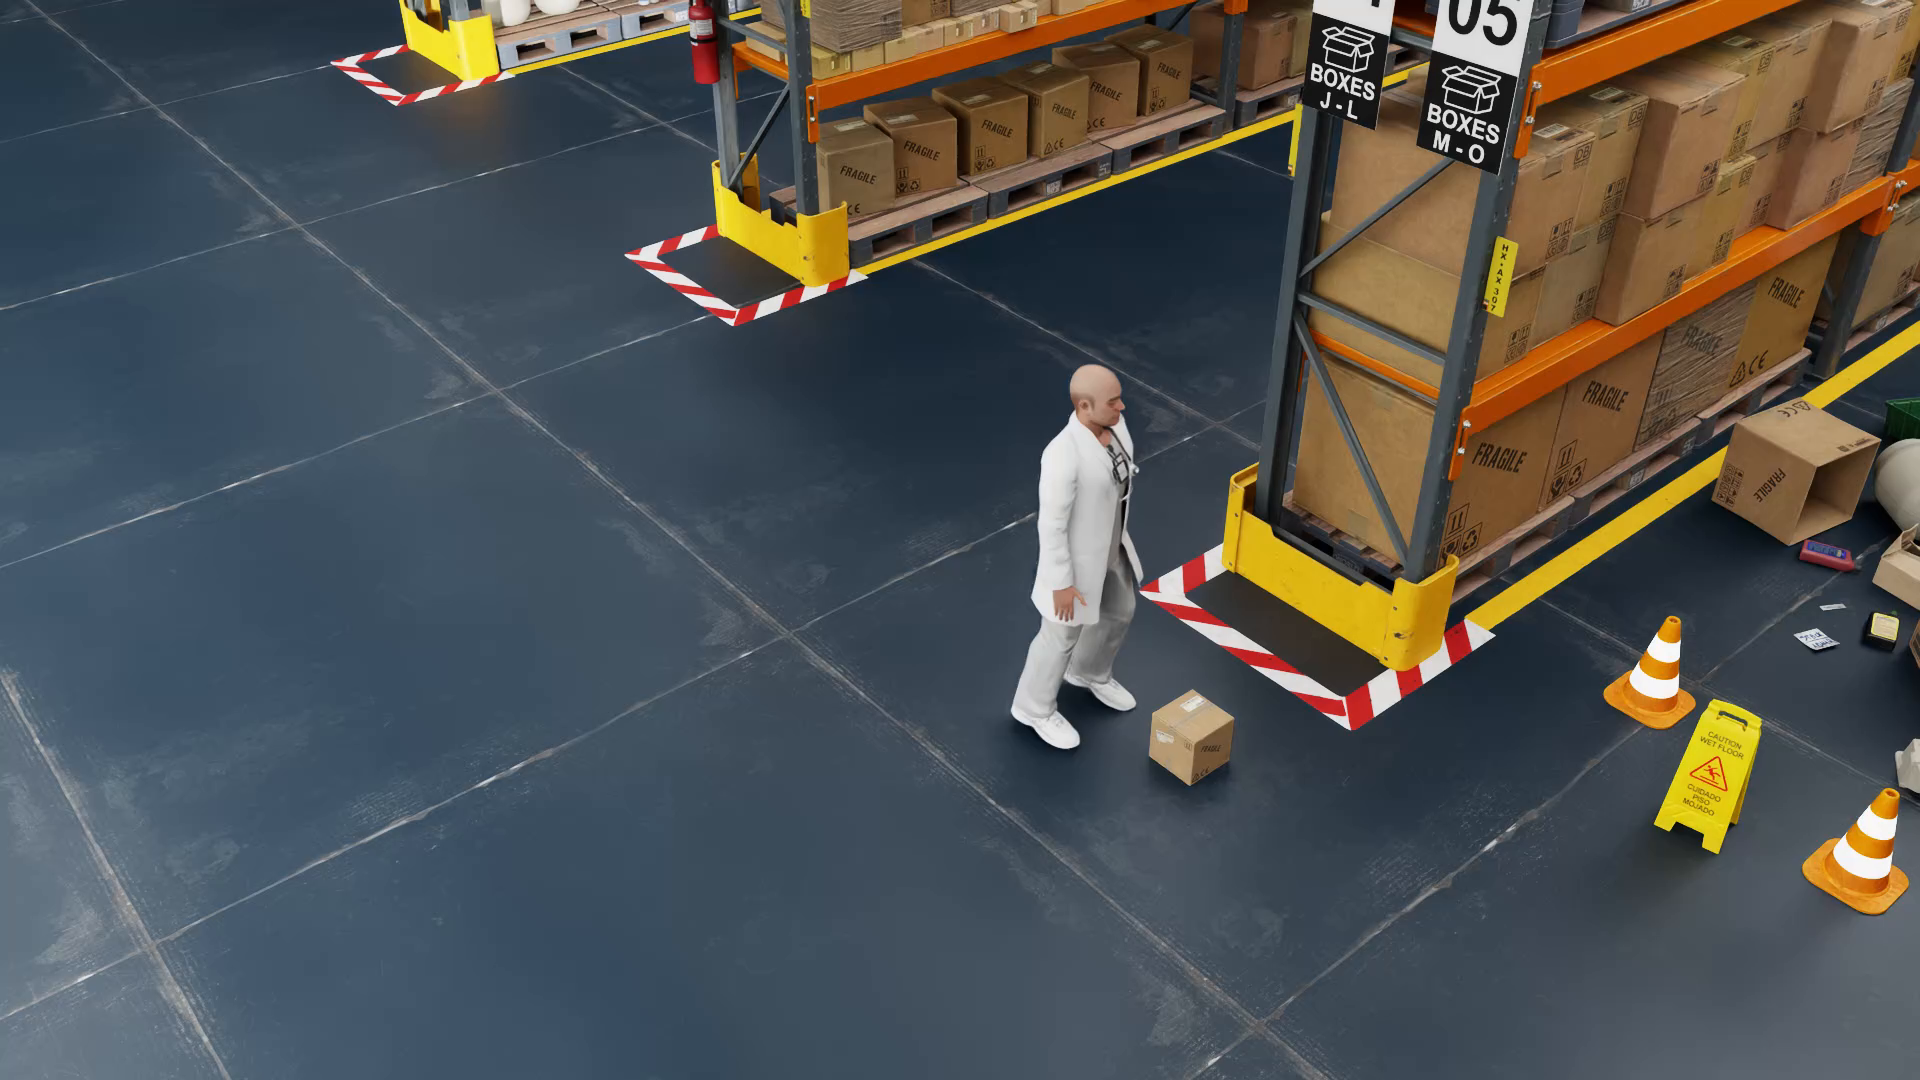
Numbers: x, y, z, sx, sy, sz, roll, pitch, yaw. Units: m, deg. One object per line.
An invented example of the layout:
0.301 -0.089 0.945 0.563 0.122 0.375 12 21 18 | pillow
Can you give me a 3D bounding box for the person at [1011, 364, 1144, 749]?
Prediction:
0.508 0.057 6.992 0.455 1.795 0.647 20 40 26 | person
